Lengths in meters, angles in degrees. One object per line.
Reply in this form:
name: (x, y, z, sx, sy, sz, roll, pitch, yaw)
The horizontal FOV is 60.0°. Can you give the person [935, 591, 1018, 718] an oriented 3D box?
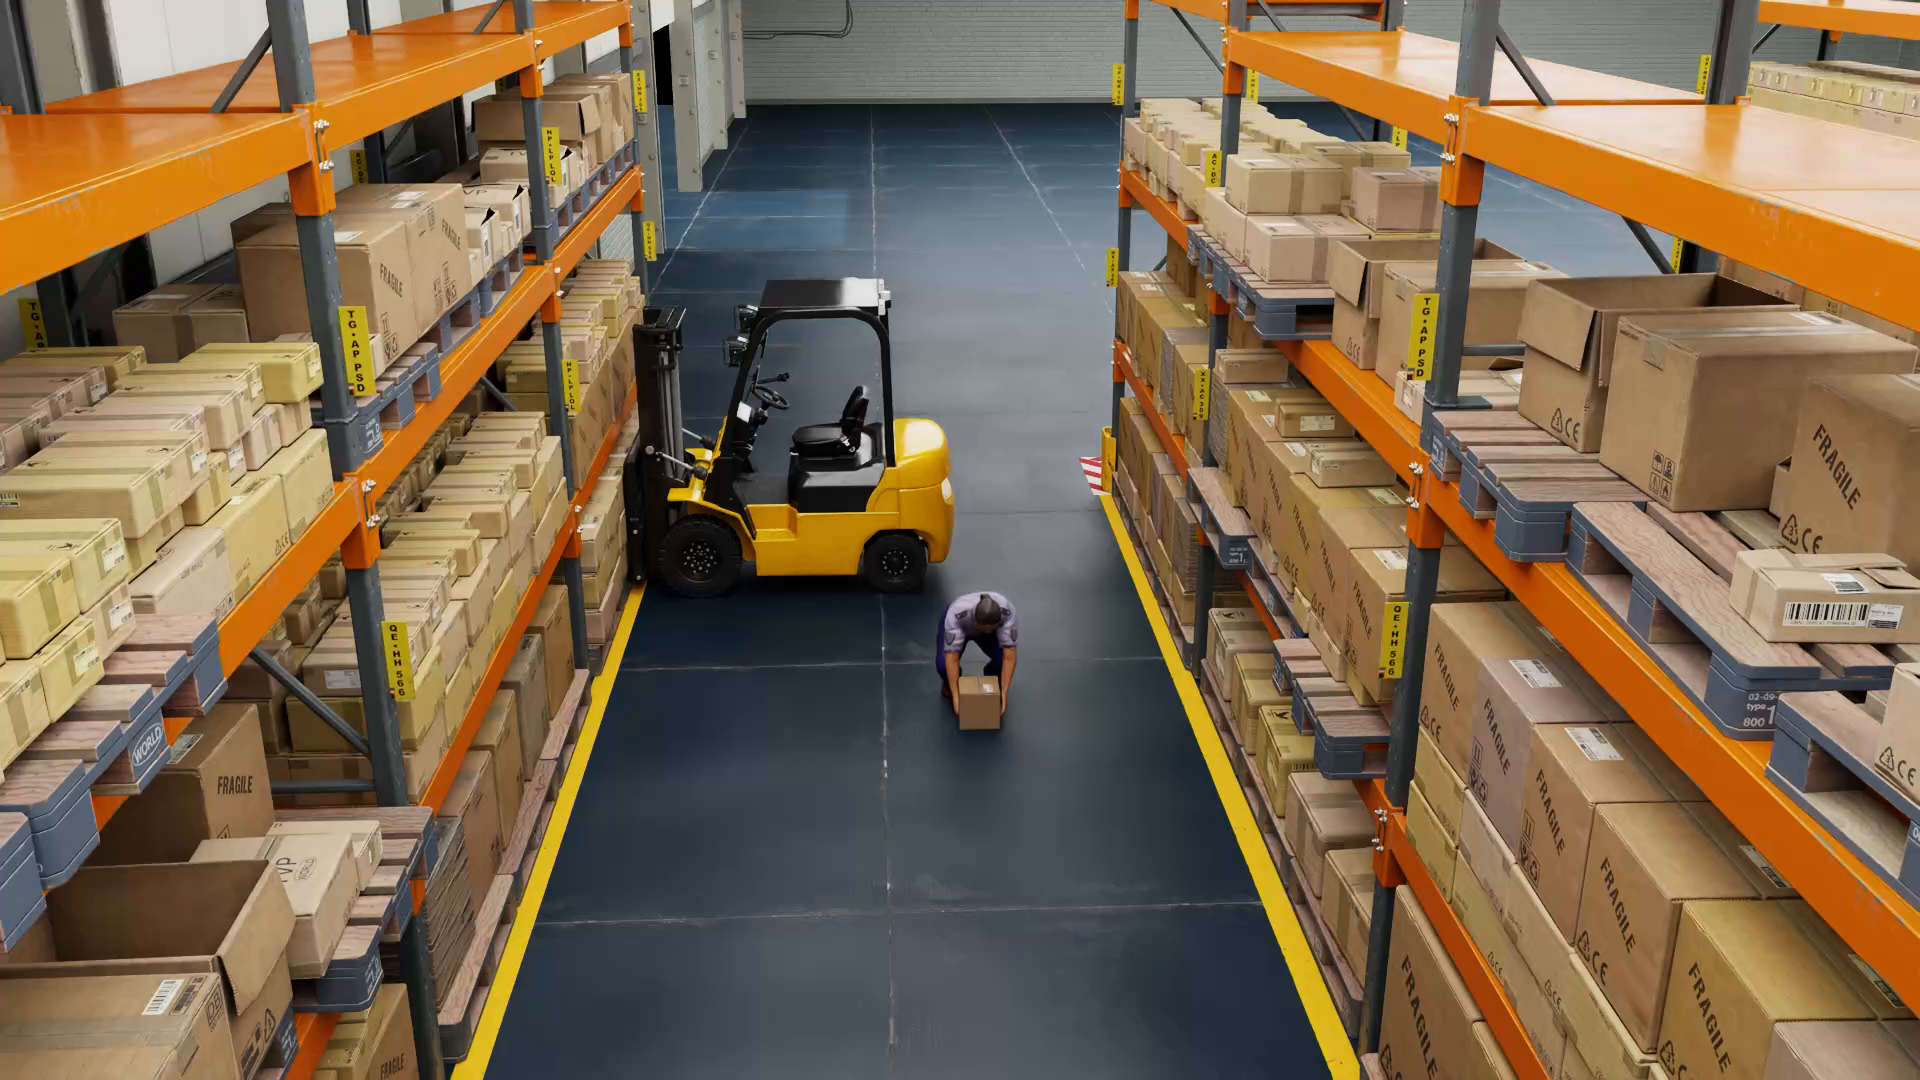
person: (0.101, 0.636, 10.595, 0.527, 0.822, 0.821, -1, 21, -3)
